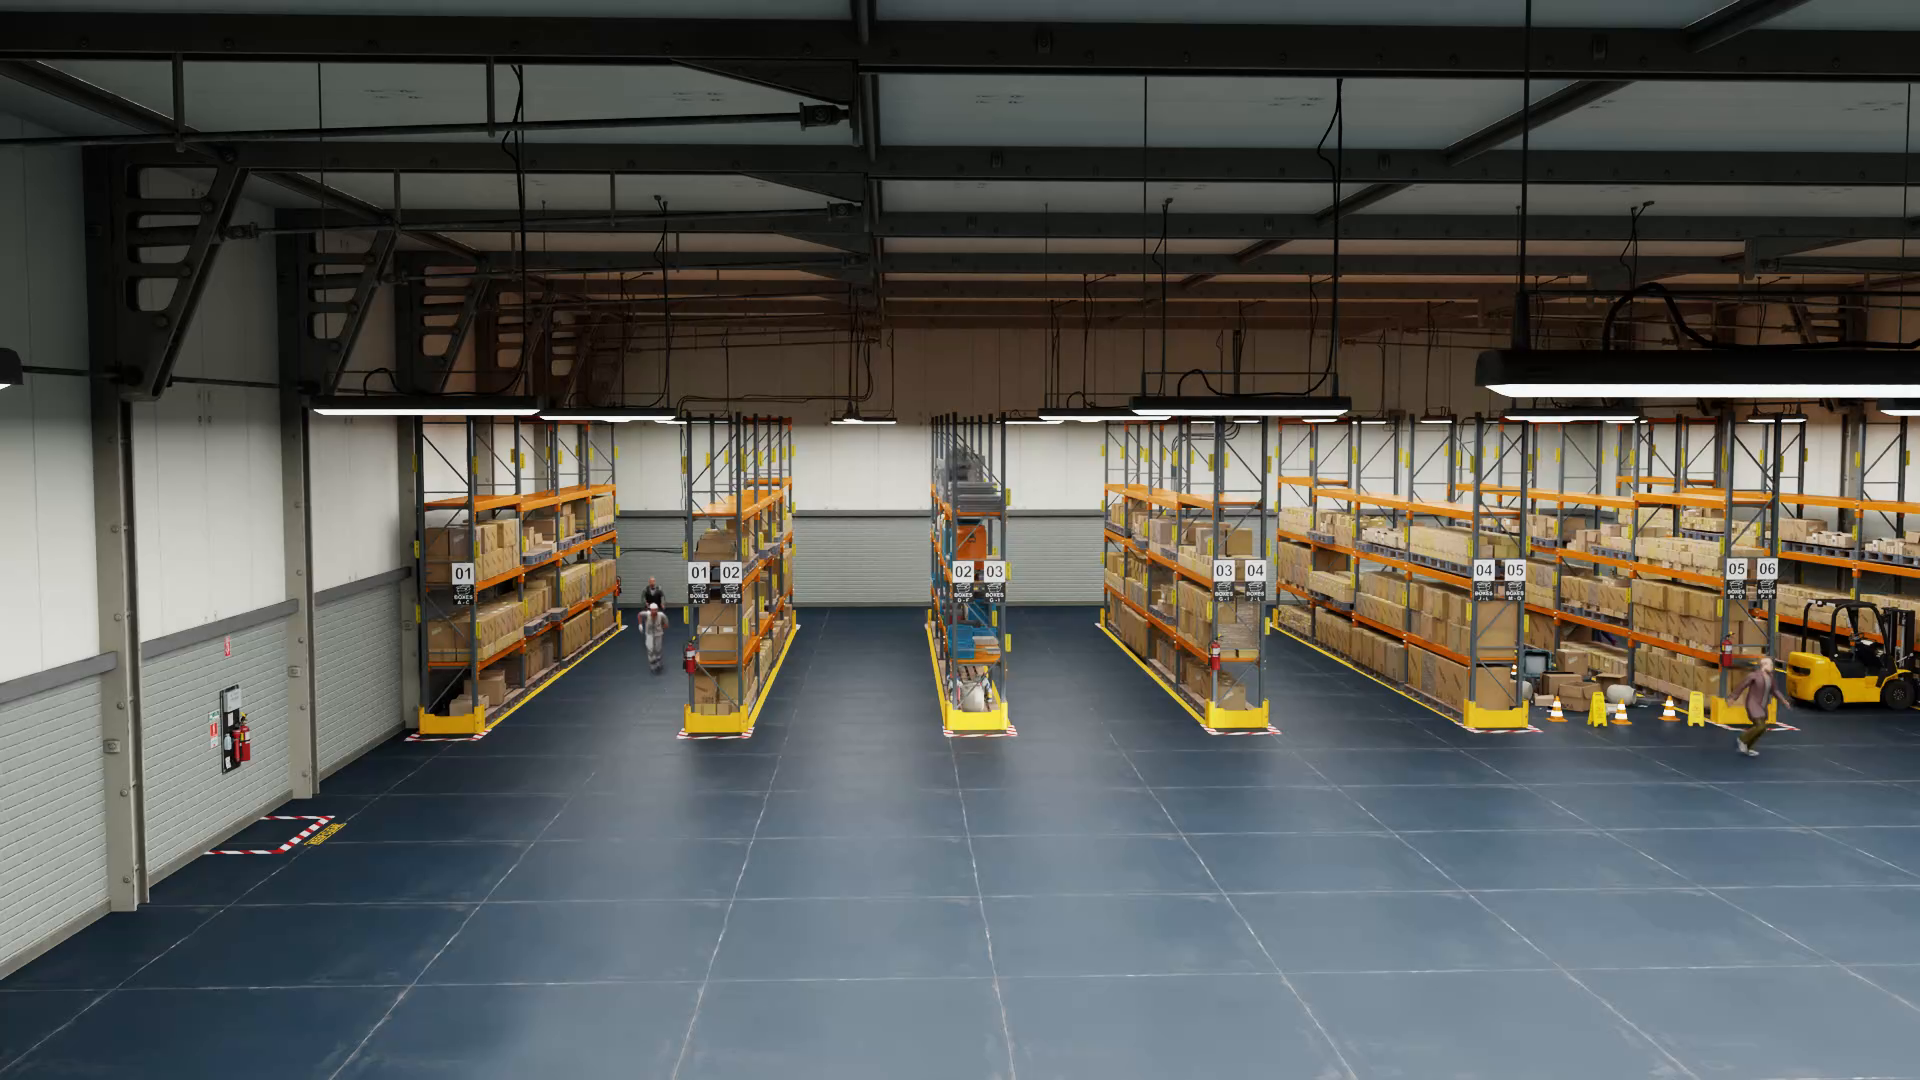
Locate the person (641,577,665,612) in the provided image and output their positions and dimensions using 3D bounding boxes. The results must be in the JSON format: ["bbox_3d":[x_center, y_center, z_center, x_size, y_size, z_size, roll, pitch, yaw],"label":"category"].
[{"bbox_3d":[-8.271,1.841,44.816,0.640,1.669,0.616,-1,4,-7],"label":"person"}]

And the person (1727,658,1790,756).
[{"bbox_3d":[13.847,2.907,28.752,0.705,1.695,0.829,-2,4,-29],"label":"person"}]

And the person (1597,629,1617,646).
[{"bbox_3d":[16.572,2.029,42.727,0.609,1.600,0.701,-1,4,-14],"label":"person"}]

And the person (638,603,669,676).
[{"bbox_3d":[-7.103,2.282,38.611,0.715,1.734,1.028,0,4,-5],"label":"person"}]
